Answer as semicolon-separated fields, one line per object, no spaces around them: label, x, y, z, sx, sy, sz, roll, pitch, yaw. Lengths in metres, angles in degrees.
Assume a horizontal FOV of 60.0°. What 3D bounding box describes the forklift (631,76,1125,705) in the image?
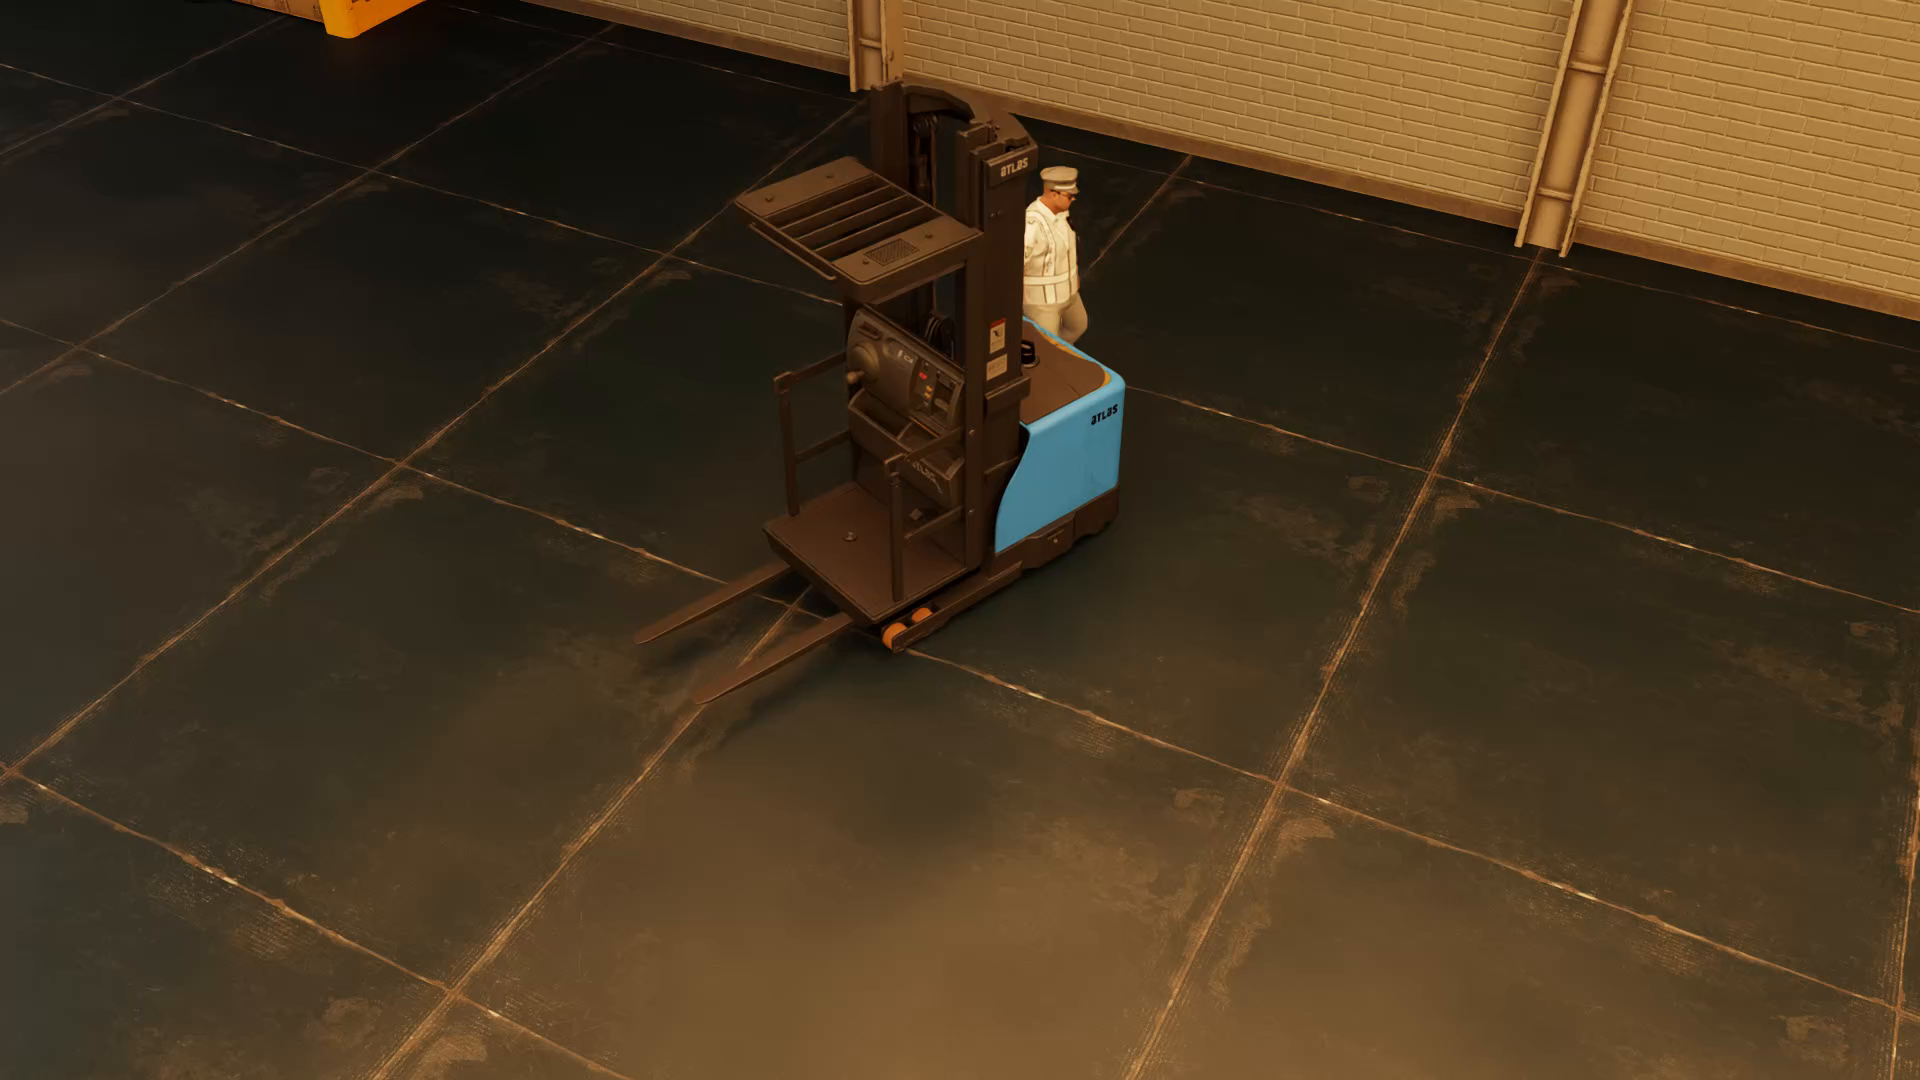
forklift;-0.465;-0.867;9.016;3.031;2.935;1.130;-29;48;-30

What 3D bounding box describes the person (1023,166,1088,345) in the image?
person;0.505;-1.639;10.926;0.505;1.667;0.897;23;45;25
